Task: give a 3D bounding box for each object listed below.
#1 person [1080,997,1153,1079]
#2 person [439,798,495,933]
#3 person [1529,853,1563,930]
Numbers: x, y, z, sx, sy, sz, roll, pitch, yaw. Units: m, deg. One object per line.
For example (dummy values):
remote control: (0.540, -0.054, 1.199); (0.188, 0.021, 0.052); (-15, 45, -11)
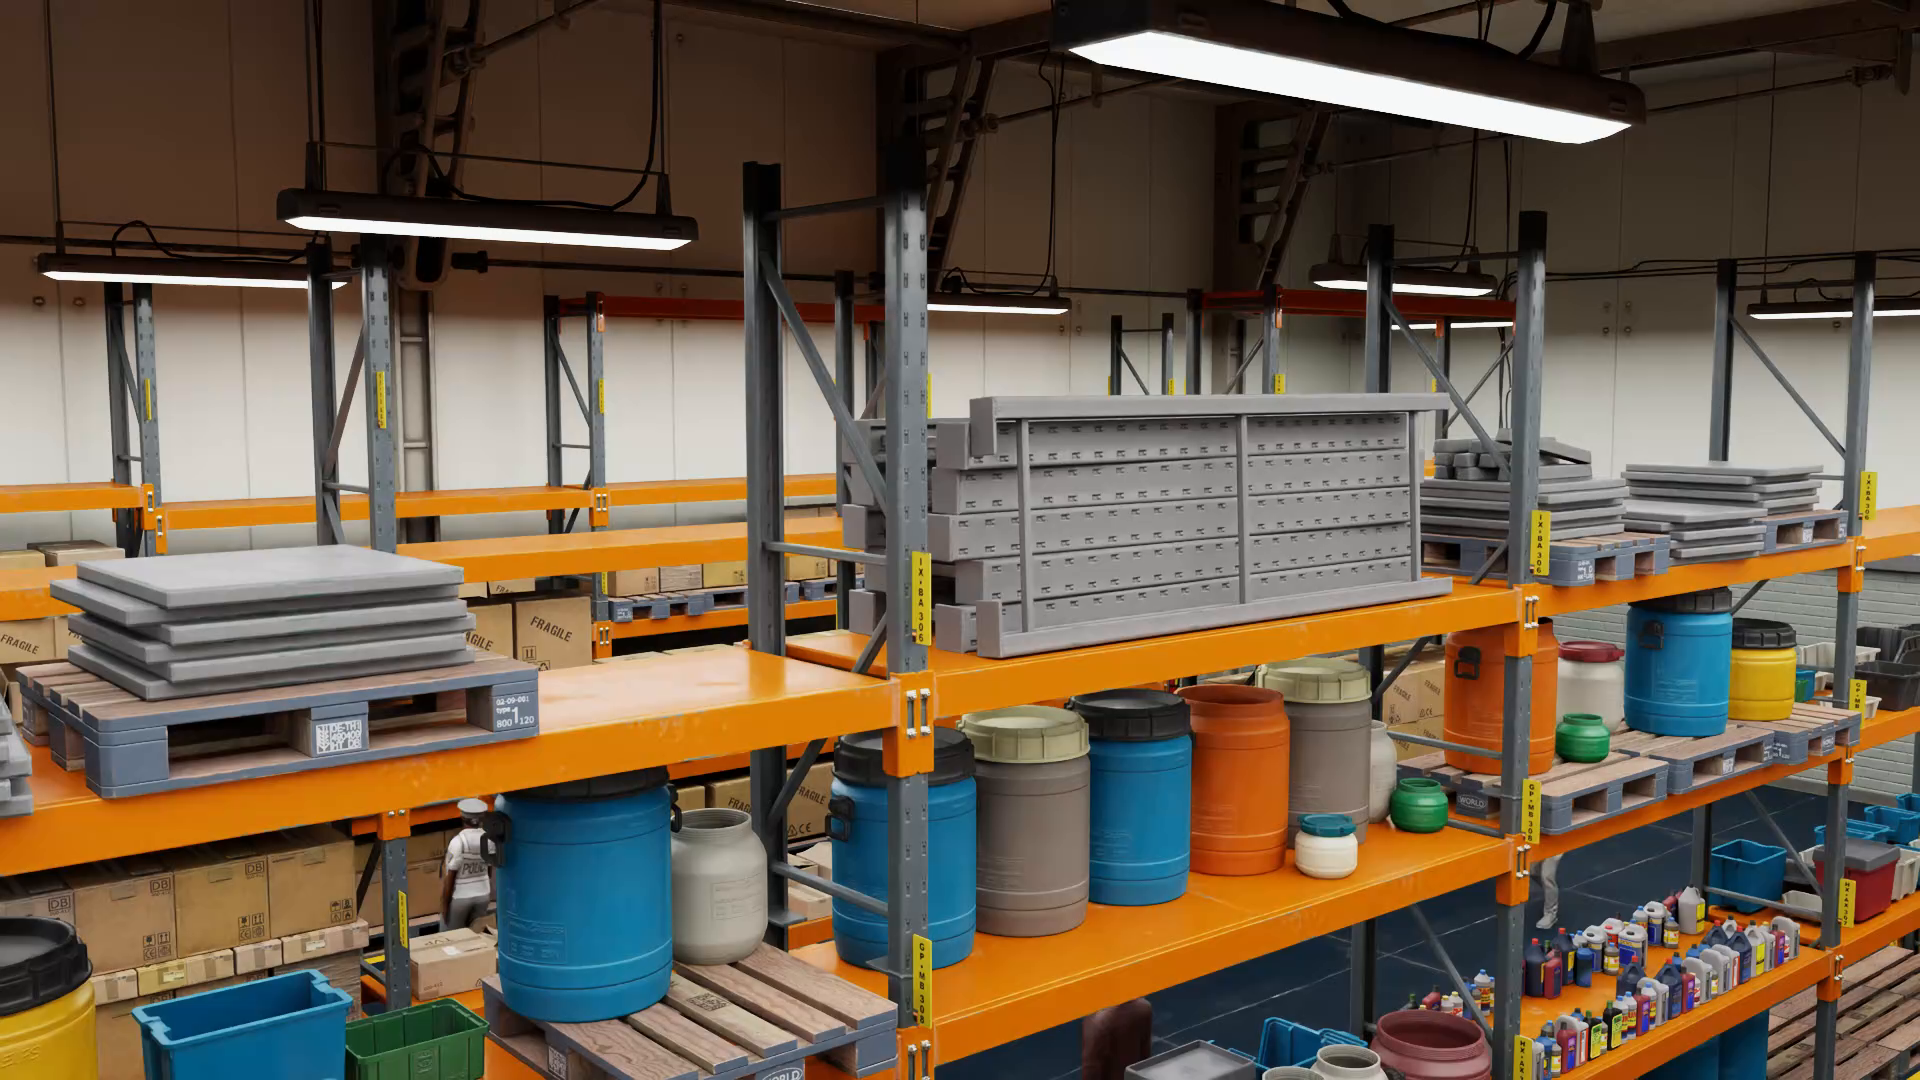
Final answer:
person: (0.879, 3.325, 9.854); (0.418, 1.787, 0.613); (4, 7, 33)
person: (-4.120, 3.016, 13.827); (0.364, 1.719, 0.529); (4, 7, 39)
person: (5.640, 2.816, 15.898); (0.627, 1.667, 0.609); (-3, 6, -32)
